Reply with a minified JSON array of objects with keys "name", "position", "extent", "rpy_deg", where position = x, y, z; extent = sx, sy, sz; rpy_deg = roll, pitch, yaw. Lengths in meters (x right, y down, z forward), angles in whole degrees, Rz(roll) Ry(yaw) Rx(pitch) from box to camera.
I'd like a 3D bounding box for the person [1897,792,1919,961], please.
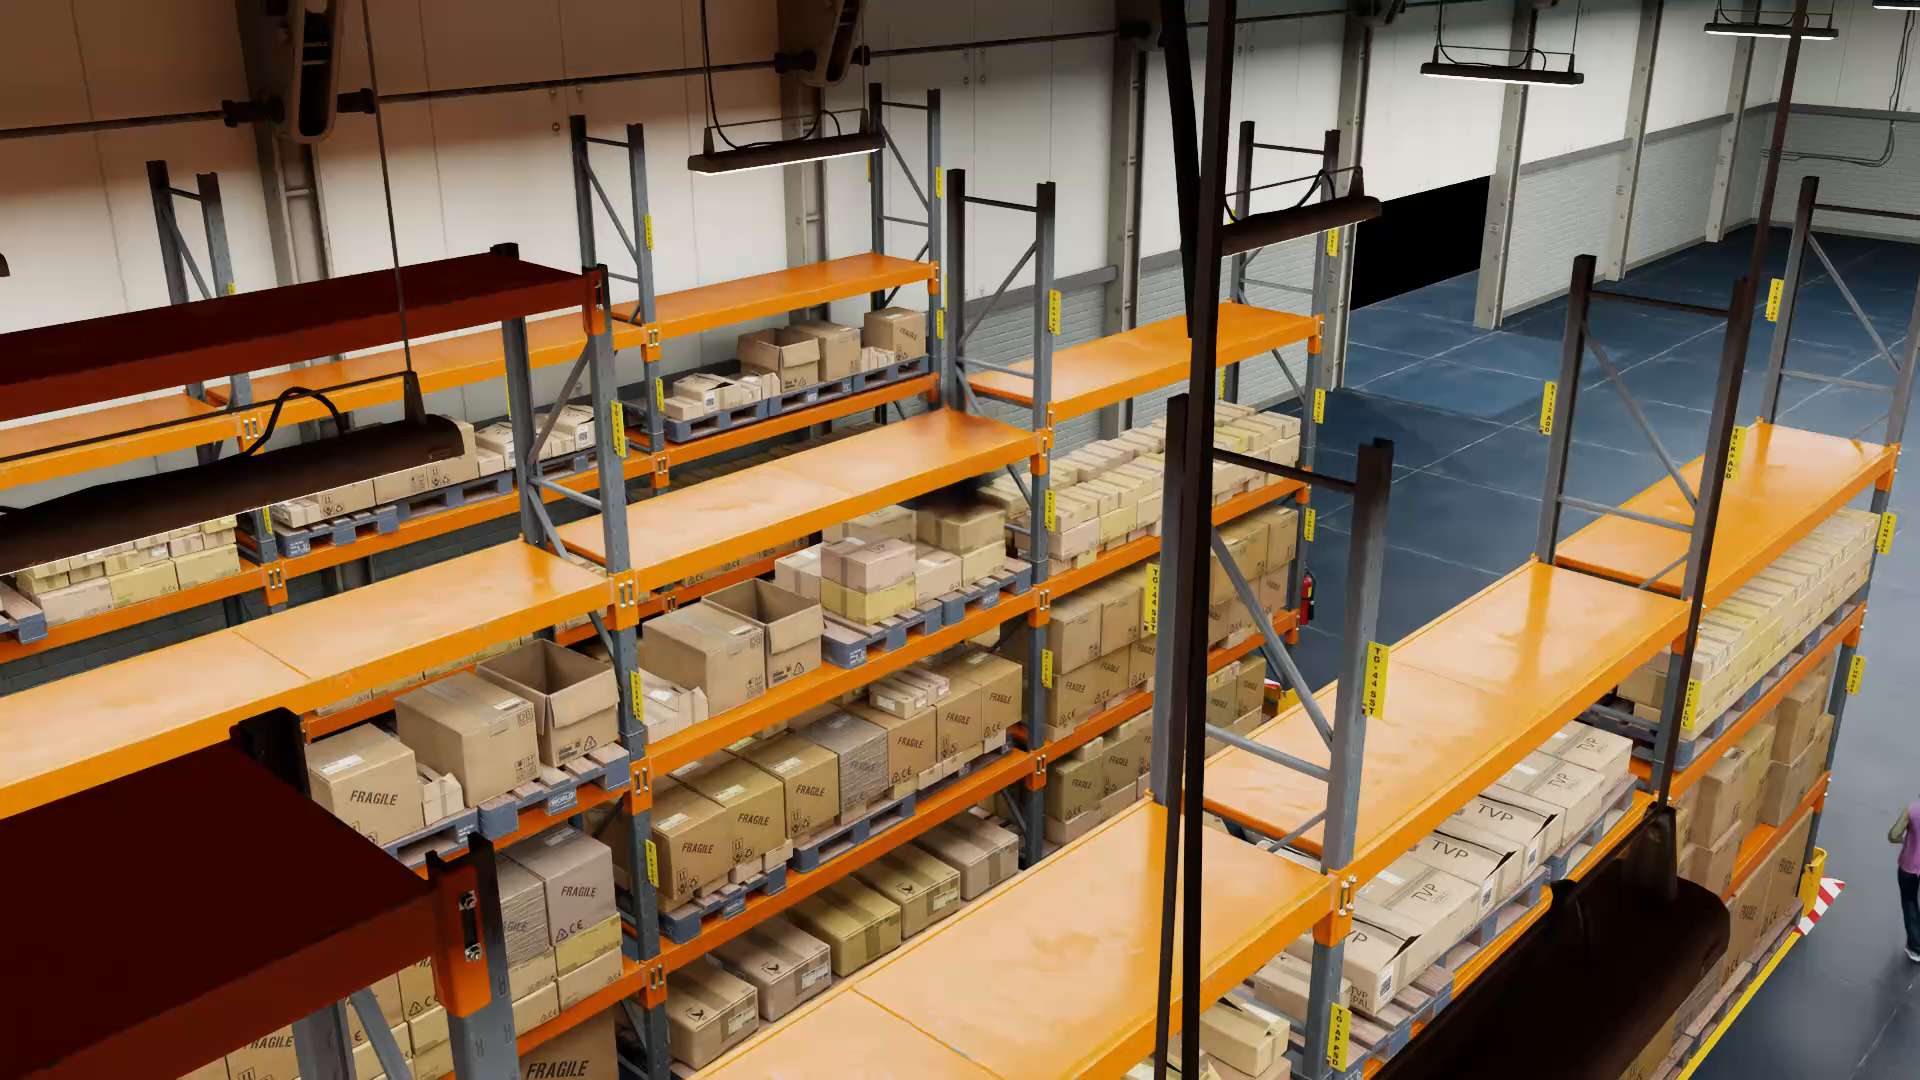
[{"name":"person","position":[7.647,2.594,13.195],"extent":[0.518,1.554,0.481],"rpy_deg":[9,23,23]}]
